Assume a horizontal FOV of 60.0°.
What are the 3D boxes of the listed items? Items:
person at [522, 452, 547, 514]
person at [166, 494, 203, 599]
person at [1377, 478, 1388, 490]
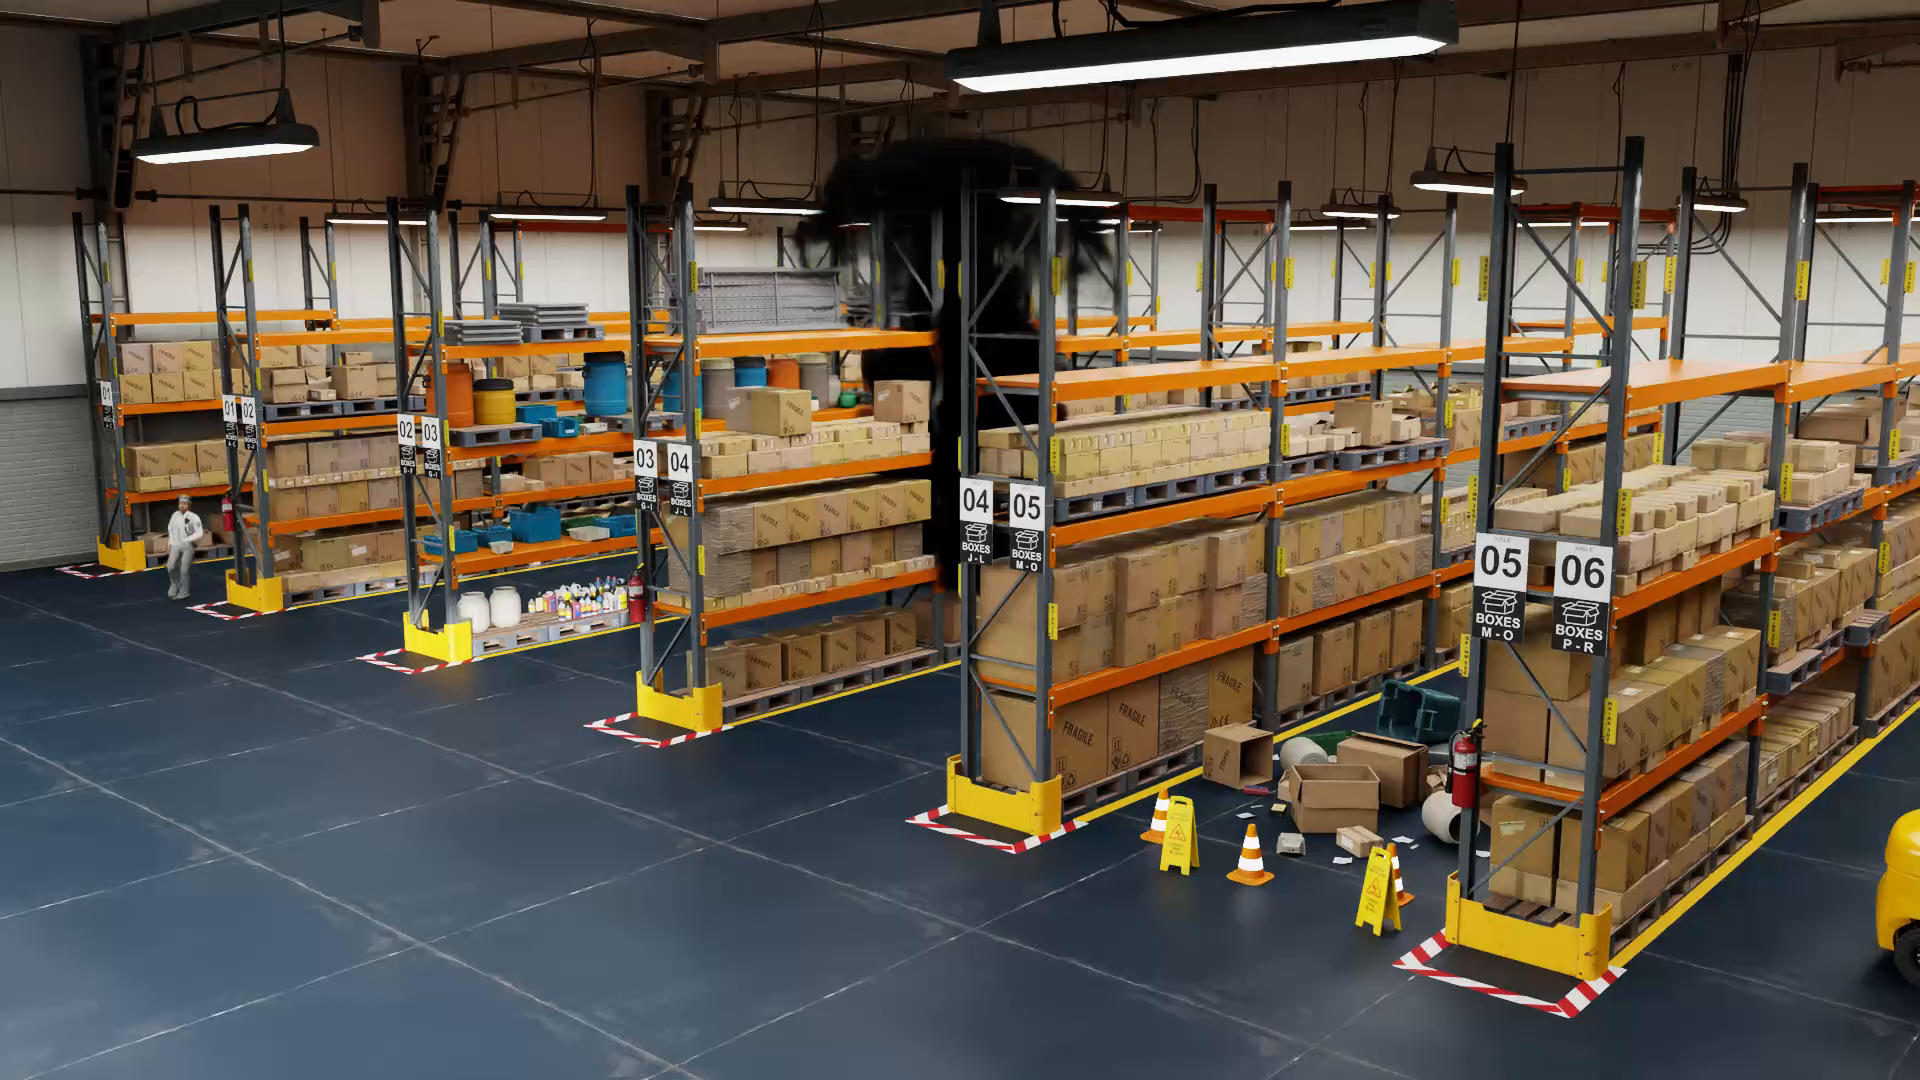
[{"bbox_3d":[-8.036,-0.946,31.642,0.630,1.837,0.789,7,12,36],"label":"person"},{"bbox_3d":[-11.945,0.114,25.575,0.611,1.647,0.568,0,9,-1],"label":"person"},{"bbox_3d":[7.003,-0.189,27.686,0.578,1.574,0.927,6,11,33],"label":"person"}]
